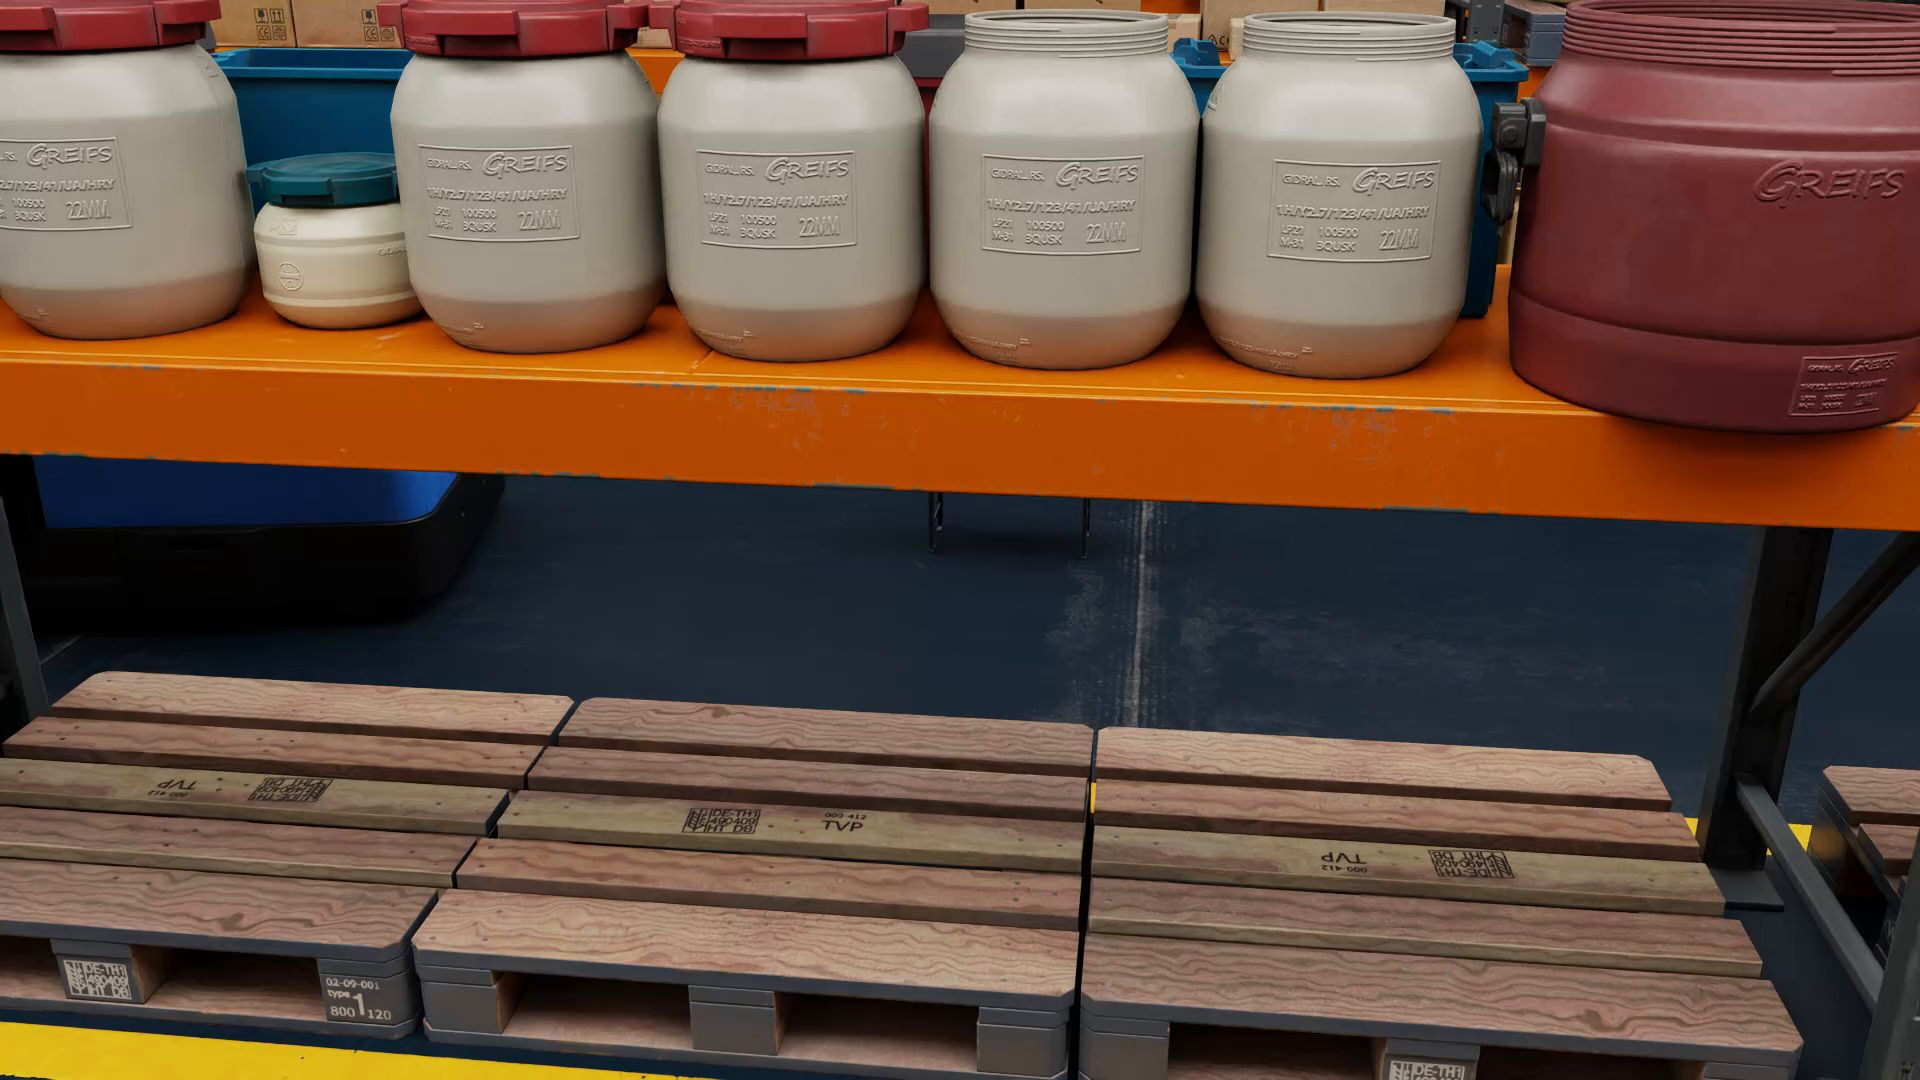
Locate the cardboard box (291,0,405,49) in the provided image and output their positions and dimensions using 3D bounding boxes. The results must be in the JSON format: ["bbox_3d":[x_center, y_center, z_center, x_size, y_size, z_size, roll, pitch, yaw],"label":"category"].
[{"bbox_3d":[-2.726,-2.585,7.762,0.500,0.500,0.700,2,22,6],"label":"cardboard box"}]

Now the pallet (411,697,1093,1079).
[{"bbox_3d":[-0.347,0.676,3.443,1.213,0.211,1.003,2,22,6],"label":"pallet"}]

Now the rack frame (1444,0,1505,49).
[{"bbox_3d":[2.213,-2.328,7.248,0.127,3.000,1.000,2,22,6],"label":"rack frame"}]

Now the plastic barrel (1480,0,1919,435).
[{"bbox_3d":[1.129,-0.492,2.420,0.708,0.536,0.600,2,22,6],"label":"plastic barrel"}]

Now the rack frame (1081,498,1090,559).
[{"bbox_3d":[0.407,-0.540,5.174,0.015,1.200,0.240,2,22,6],"label":"rack frame"}]

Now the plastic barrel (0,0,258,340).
[{"bbox_3d":[-1.422,-0.634,2.780,0.433,0.535,0.433,0,22,0],"label":"plastic barrel"}]

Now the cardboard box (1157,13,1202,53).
[{"bbox_3d":[0.940,-2.246,7.382,0.250,0.149,0.380,4,22,10],"label":"cardboard box"}]

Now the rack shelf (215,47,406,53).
[{"bbox_3d":[-3.746,-2.253,8.037,4.000,0.370,1.077,2,22,6],"label":"rack shelf"}]

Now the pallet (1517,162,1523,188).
[{"bbox_3d":[3.566,-2.778,12.180,1.213,0.211,1.003,2,22,6],"label":"pallet"}]

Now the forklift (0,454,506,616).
[{"bbox_3d":[-3.045,-1.286,4.706,3.031,2.935,1.130,-1,22,-3],"label":"forklift"}]

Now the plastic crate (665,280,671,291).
[{"bbox_3d":[-0.584,-0.622,3.221,0.662,0.188,0.450,2,22,6],"label":"plastic crate"}]

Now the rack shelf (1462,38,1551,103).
[{"bbox_3d":[4.199,-1.907,7.162,4.000,0.370,1.077,2,22,6],"label":"rack shelf"}]

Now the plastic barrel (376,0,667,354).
[{"bbox_3d":[-0.693,-0.603,2.699,0.433,0.535,0.433,0,22,0],"label":"plastic barrel"}]

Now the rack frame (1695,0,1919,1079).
[{"bbox_3d":[1.626,-0.520,2.674,0.127,3.000,1.000,2,22,6],"label":"rack frame"}]

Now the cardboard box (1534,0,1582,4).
[{"bbox_3d":[2.851,-2.584,7.188,0.500,0.500,0.700,-5,22,-12],"label":"cardboard box"}]

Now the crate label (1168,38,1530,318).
[{"bbox_3d":[0.671,-0.678,3.026,0.616,0.435,0.502,2,22,6],"label":"crate label"}]

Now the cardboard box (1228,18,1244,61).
[{"bbox_3d":[1.287,-2.149,7.138,0.250,0.149,0.380,2,22,6],"label":"cardboard box"}]

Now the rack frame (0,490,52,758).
[{"bbox_3d":[-2.346,-0.693,3.112,0.127,3.000,1.000,2,22,6],"label":"rack frame"}]

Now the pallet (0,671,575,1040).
[{"bbox_3d":[-1.562,0.624,3.575,1.213,0.211,1.003,2,22,6],"label":"pallet"}]

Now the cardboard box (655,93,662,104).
[{"bbox_3d":[-2.216,-3.382,12.716,0.500,0.500,0.500,1,22,2],"label":"cardboard box"}]

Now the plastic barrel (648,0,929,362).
[{"bbox_3d":[-0.264,-0.584,2.652,0.433,0.535,0.433,0,22,0],"label":"plastic barrel"}]

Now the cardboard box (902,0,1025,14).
[{"bbox_3d":[0.022,-2.464,7.456,0.500,0.500,0.500,3,22,6],"label":"cardboard box"}]

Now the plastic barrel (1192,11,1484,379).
[{"bbox_3d":[0.579,-0.538,2.569,0.421,0.512,0.421,0,22,0],"label":"plastic barrel"}]

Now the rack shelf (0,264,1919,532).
[{"bbox_3d":[-0.360,-0.272,3.025,4.000,0.370,1.077,2,22,6],"label":"rack shelf"}]

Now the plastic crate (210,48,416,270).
[{"bbox_3d":[-1.214,-0.751,3.281,0.575,0.384,0.392,2,22,6],"label":"plastic crate"}]

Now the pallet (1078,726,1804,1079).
[{"bbox_3d":[0.861,0.729,3.308,1.213,0.211,1.003,2,22,6],"label":"pallet"}]

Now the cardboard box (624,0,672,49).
[{"bbox_3d":[-1.266,-2.426,7.700,0.500,0.250,0.500,4,22,10],"label":"cardboard box"}]

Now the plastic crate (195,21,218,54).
[{"bbox_3d":[-1.829,-0.813,3.330,0.583,0.464,0.402,2,22,6],"label":"plastic crate"}]

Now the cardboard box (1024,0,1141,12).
[{"bbox_3d":[0.544,-2.441,7.398,0.500,0.500,0.500,1,22,3],"label":"cardboard box"}]

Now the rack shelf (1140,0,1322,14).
[{"bbox_3d":[0.806,-3.889,12.175,4.000,0.370,1.077,2,22,6],"label":"rack shelf"}]

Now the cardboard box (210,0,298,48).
[{"bbox_3d":[-3.223,-2.608,7.821,0.500,0.500,0.700,3,22,7],"label":"cardboard box"}]

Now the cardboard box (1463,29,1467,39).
[{"bbox_3d":[3.507,-3.253,11.940,0.750,0.750,0.750,2,22,6],"label":"cardboard box"}]

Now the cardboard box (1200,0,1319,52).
[{"bbox_3d":[1.347,-2.396,7.541,0.500,0.311,0.500,2,22,6],"label":"cardboard box"}]

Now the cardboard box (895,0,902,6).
[{"bbox_3d":[-0.476,-2.486,7.511,0.500,0.500,0.500,4,22,10],"label":"cardboard box"}]

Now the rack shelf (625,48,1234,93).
[{"bbox_3d":[0.226,-2.080,7.599,4.000,0.370,1.077,2,22,6],"label":"rack shelf"}]

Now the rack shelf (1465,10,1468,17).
[{"bbox_3d":[4.778,-3.716,11.737,4.000,0.370,1.077,2,22,6],"label":"rack shelf"}]

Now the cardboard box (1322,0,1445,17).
[{"bbox_3d":[1.856,-2.318,7.345,0.500,0.311,0.500,4,22,10],"label":"cardboard box"}]

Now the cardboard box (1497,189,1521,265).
[{"bbox_3d":[2.631,-1.246,7.313,0.500,0.500,0.500,3,22,9],"label":"cardboard box"}]

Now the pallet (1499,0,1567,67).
[{"bbox_3d":[2.894,-2.235,7.274,1.003,0.211,1.213,2,22,6],"label":"pallet"}]

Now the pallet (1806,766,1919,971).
[{"bbox_3d":[2.414,0.796,3.139,1.213,0.211,1.003,2,22,6],"label":"pallet"}]

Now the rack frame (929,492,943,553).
[{"bbox_3d":[-0.078,-0.561,5.228,0.015,1.200,0.240,2,22,6],"label":"rack frame"}]

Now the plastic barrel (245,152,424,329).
[{"bbox_3d":[-1.050,-0.515,2.851,0.301,0.262,0.301,0,22,0],"label":"plastic barrel"}]

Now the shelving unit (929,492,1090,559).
[{"bbox_3d":[0.164,-0.551,5.201,0.503,1.200,0.258,2,22,6],"label":"shelving unit"}]

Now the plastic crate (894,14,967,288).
[{"bbox_3d":[0.057,-0.731,3.122,0.583,0.464,0.402,2,22,6],"label":"plastic crate"}]

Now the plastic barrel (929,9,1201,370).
[{"bbox_3d":[0.161,-0.556,2.615,0.421,0.512,0.421,0,22,0],"label":"plastic barrel"}]
